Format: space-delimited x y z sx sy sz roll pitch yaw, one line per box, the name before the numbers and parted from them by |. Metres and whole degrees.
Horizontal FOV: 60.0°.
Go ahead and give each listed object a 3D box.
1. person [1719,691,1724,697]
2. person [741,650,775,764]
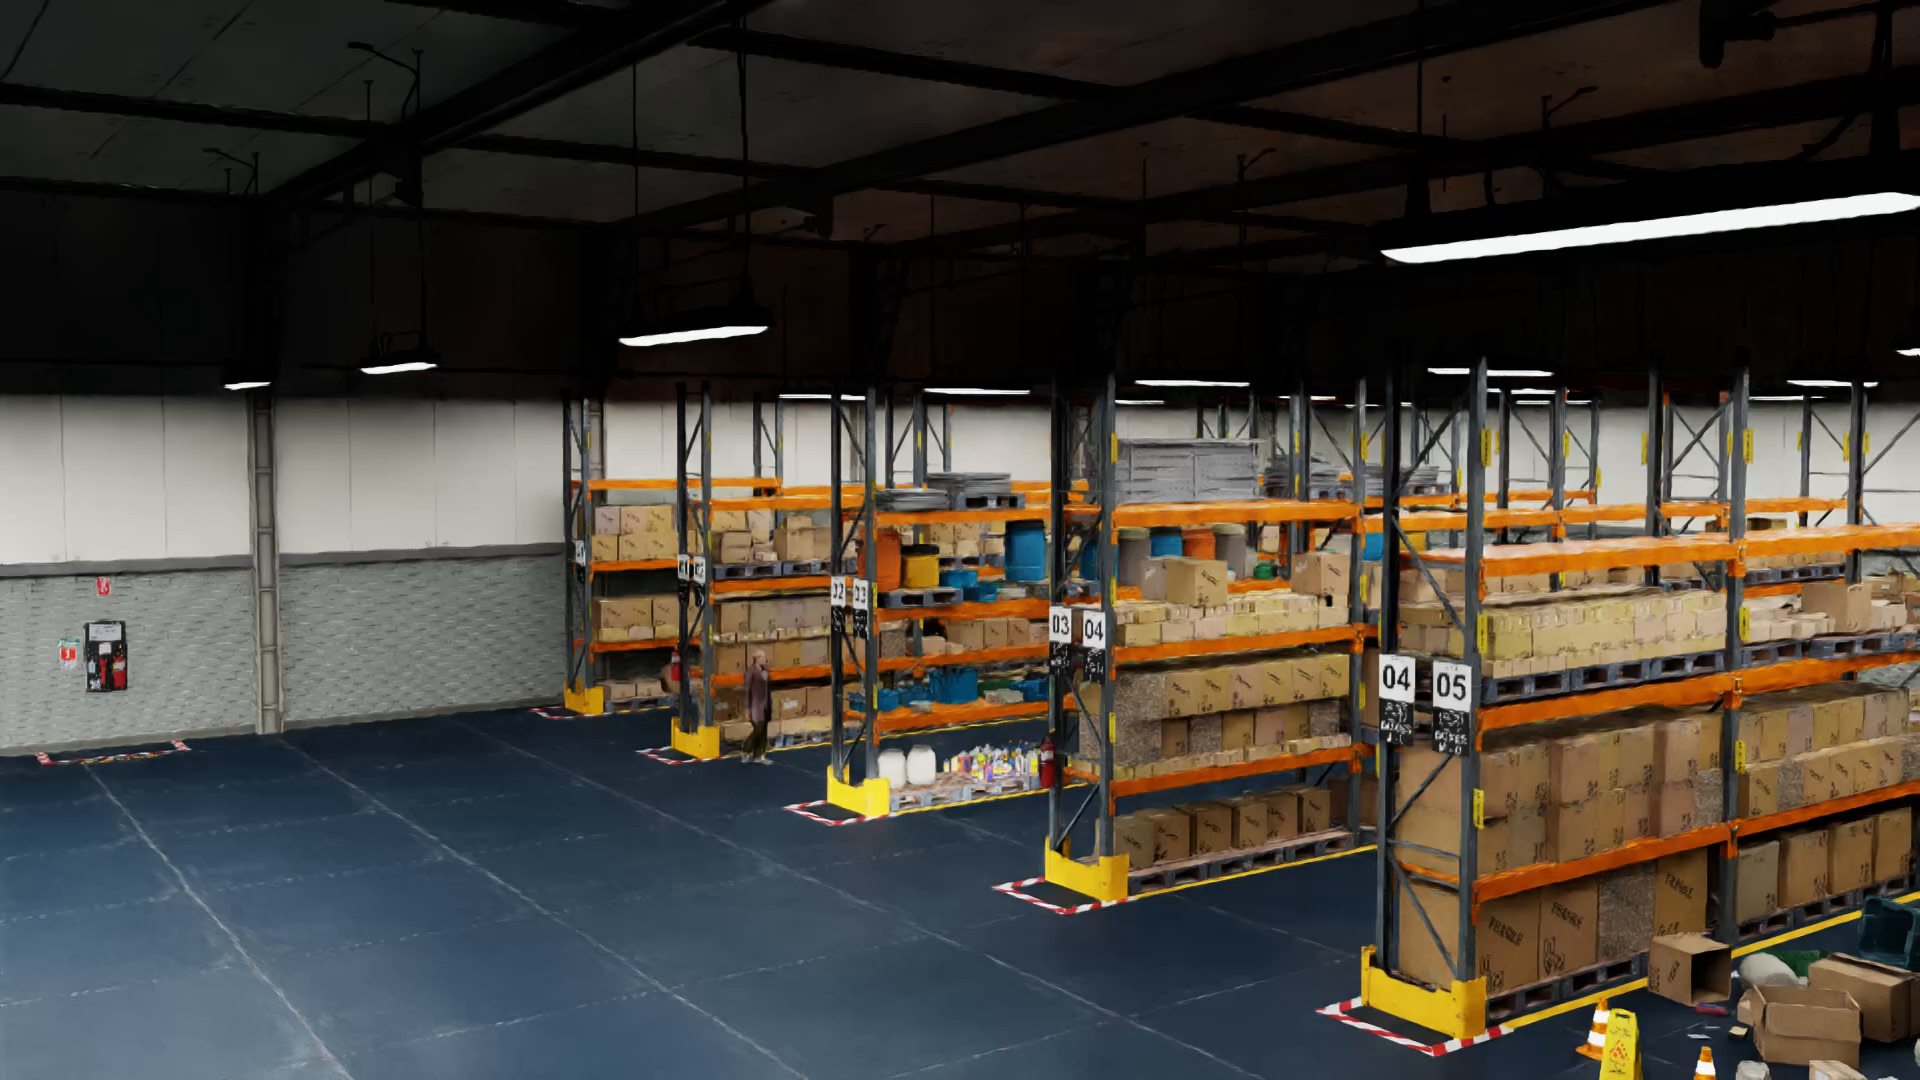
person | 10.709 2.820 23.186 1.121 1.691 0.577 -2 4 -32
person | -3.154 2.610 25.928 0.517 1.779 0.626 2 4 28
